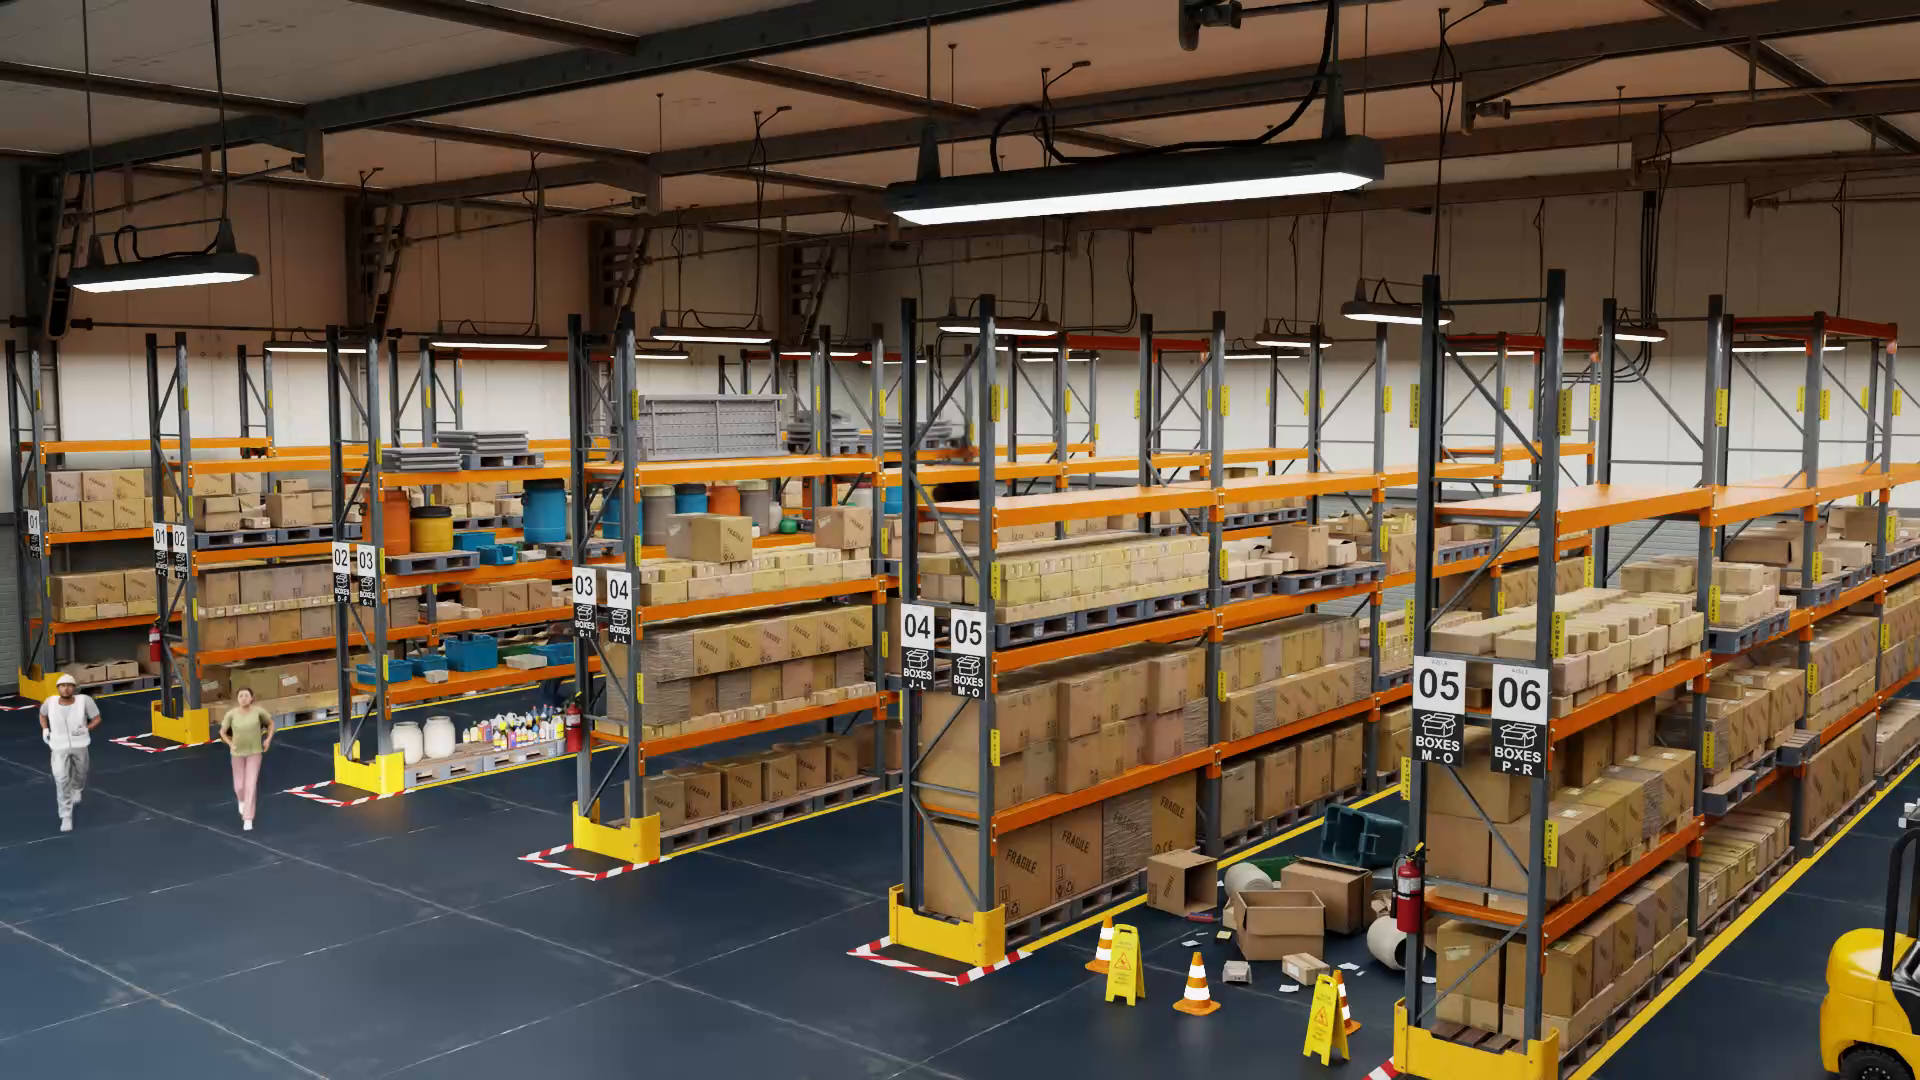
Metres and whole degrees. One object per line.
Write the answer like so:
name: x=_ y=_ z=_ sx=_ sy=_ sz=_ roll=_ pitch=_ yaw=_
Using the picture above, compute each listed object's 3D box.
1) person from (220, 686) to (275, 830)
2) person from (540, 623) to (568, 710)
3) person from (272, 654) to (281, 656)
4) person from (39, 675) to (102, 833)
person: x=-8.501 y=2.565 z=19.855 sx=0.602 sy=1.661 sz=0.772 roll=-2 pitch=5 yaw=-19
person: x=-6.312 y=2.071 z=25.894 sx=0.535 sy=1.532 sz=0.549 roll=5 pitch=7 yaw=41
person: x=-11.323 y=1.842 z=27.612 sx=0.592 sy=1.734 sz=0.684 roll=4 pitch=6 yaw=37
person: x=-10.642 y=2.491 z=19.938 sx=0.645 sy=1.797 sz=1.149 roll=-3 pitch=6 yaw=-31
